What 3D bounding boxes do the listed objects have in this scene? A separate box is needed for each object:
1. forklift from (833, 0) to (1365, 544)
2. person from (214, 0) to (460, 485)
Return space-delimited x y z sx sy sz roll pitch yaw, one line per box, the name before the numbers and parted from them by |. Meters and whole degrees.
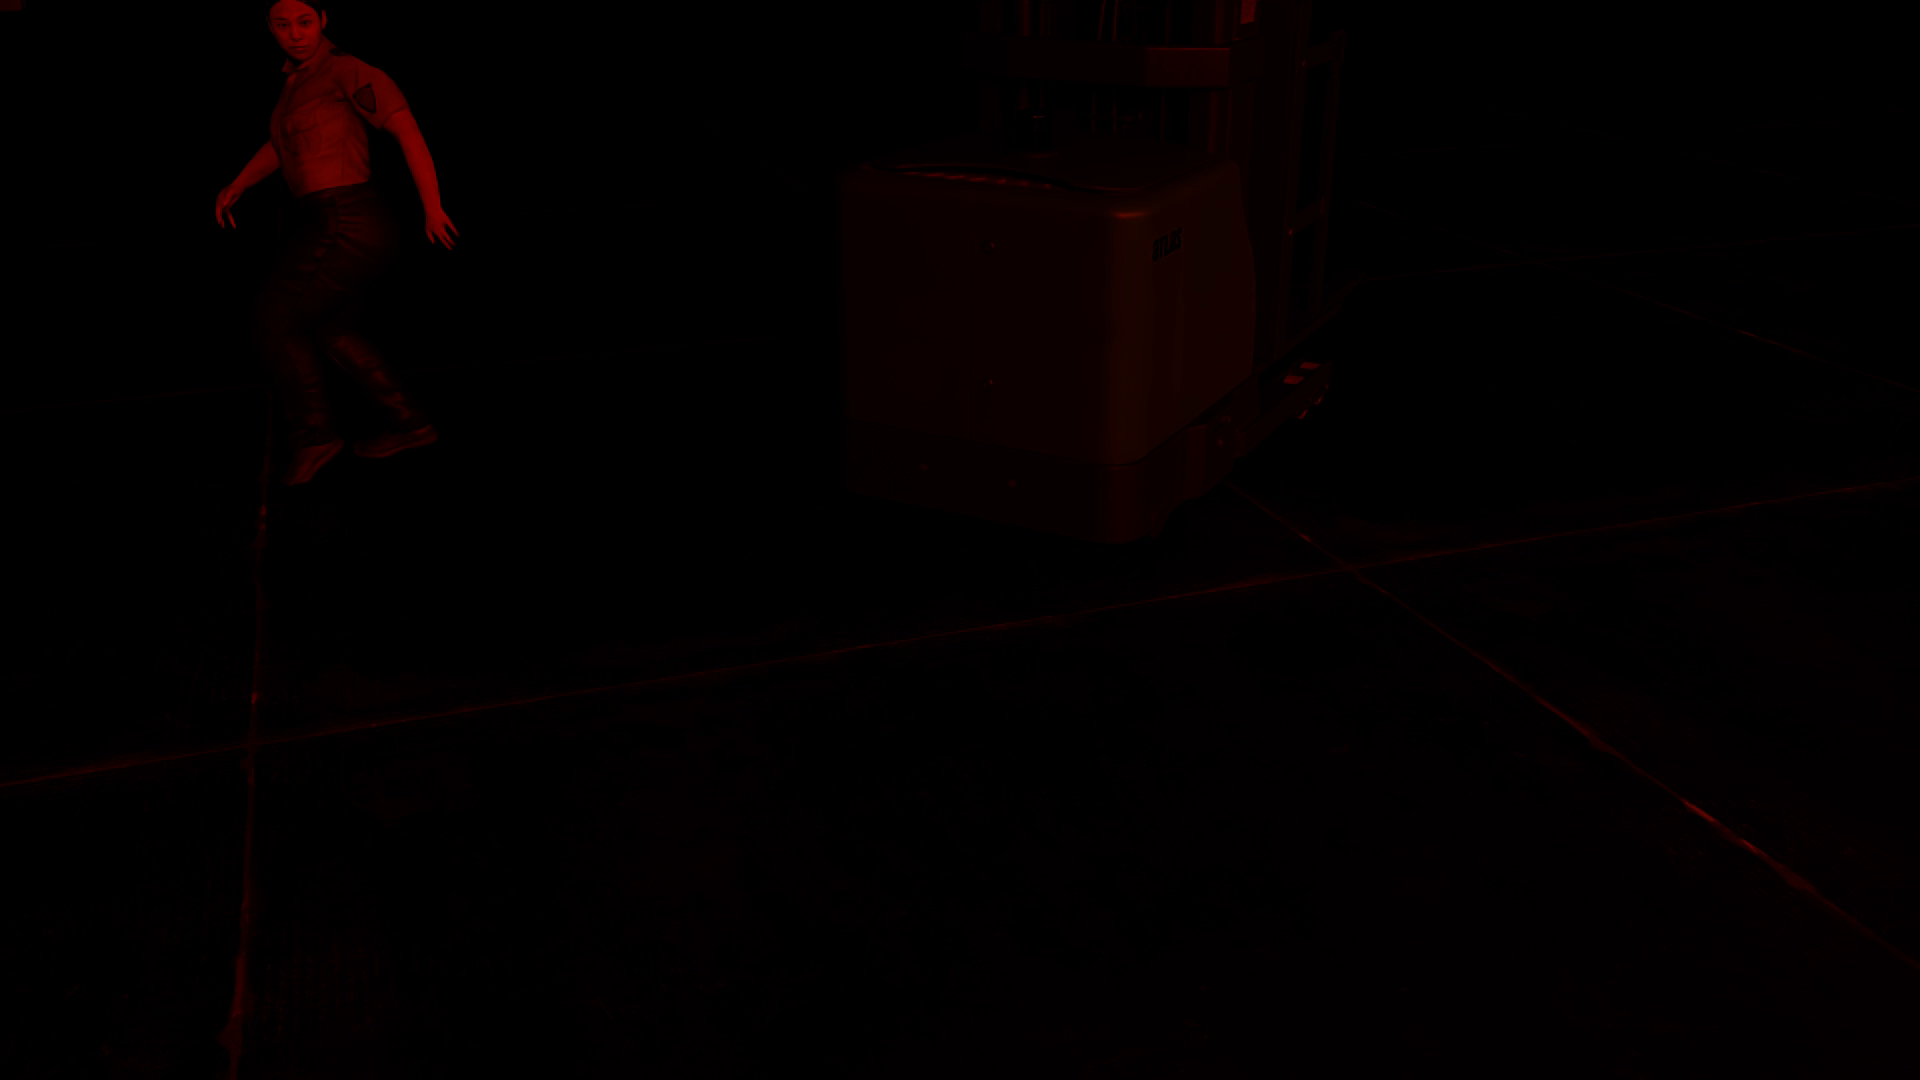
forklift | 0.753 -1.870 5.746 1.130 2.935 3.031 12 26 26
person | -2.023 -0.978 5.444 0.736 1.652 0.569 -7 24 -17
